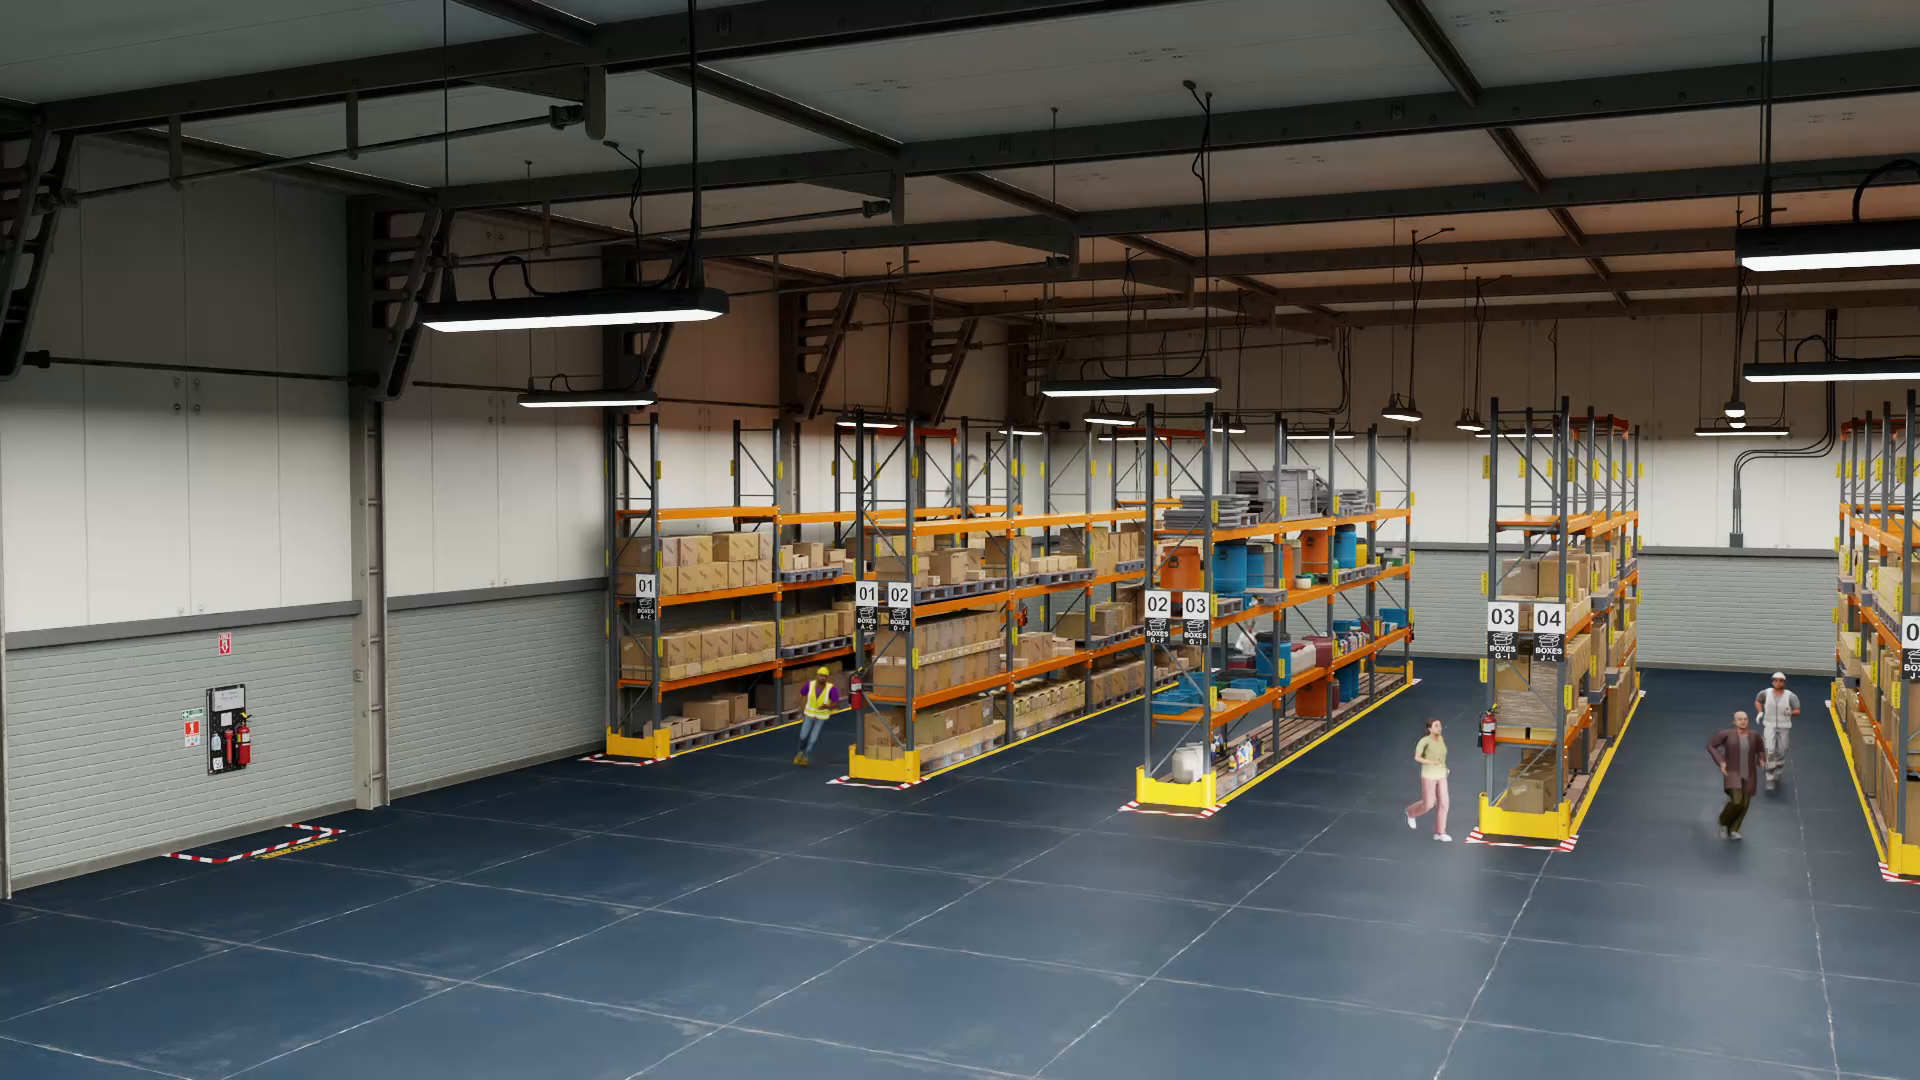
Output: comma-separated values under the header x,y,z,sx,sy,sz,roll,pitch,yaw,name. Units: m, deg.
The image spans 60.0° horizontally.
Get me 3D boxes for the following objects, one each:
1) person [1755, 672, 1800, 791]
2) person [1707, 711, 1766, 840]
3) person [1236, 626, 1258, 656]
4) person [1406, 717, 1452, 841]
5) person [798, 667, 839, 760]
x,y,z,sx,sy,sz,roll,pitch,yaw,name
12.891,2.999,26.225,0.638,1.845,0.843,1,3,25,person
10.487,3.202,22.335,0.708,1.713,0.660,0,2,2,person
6.440,2.623,36.933,0.625,1.619,0.797,1,2,16,person
6.390,3.218,22.555,0.590,1.645,0.829,-1,3,-25,person
-2.394,2.944,28.044,0.703,1.621,0.603,0,2,0,person
